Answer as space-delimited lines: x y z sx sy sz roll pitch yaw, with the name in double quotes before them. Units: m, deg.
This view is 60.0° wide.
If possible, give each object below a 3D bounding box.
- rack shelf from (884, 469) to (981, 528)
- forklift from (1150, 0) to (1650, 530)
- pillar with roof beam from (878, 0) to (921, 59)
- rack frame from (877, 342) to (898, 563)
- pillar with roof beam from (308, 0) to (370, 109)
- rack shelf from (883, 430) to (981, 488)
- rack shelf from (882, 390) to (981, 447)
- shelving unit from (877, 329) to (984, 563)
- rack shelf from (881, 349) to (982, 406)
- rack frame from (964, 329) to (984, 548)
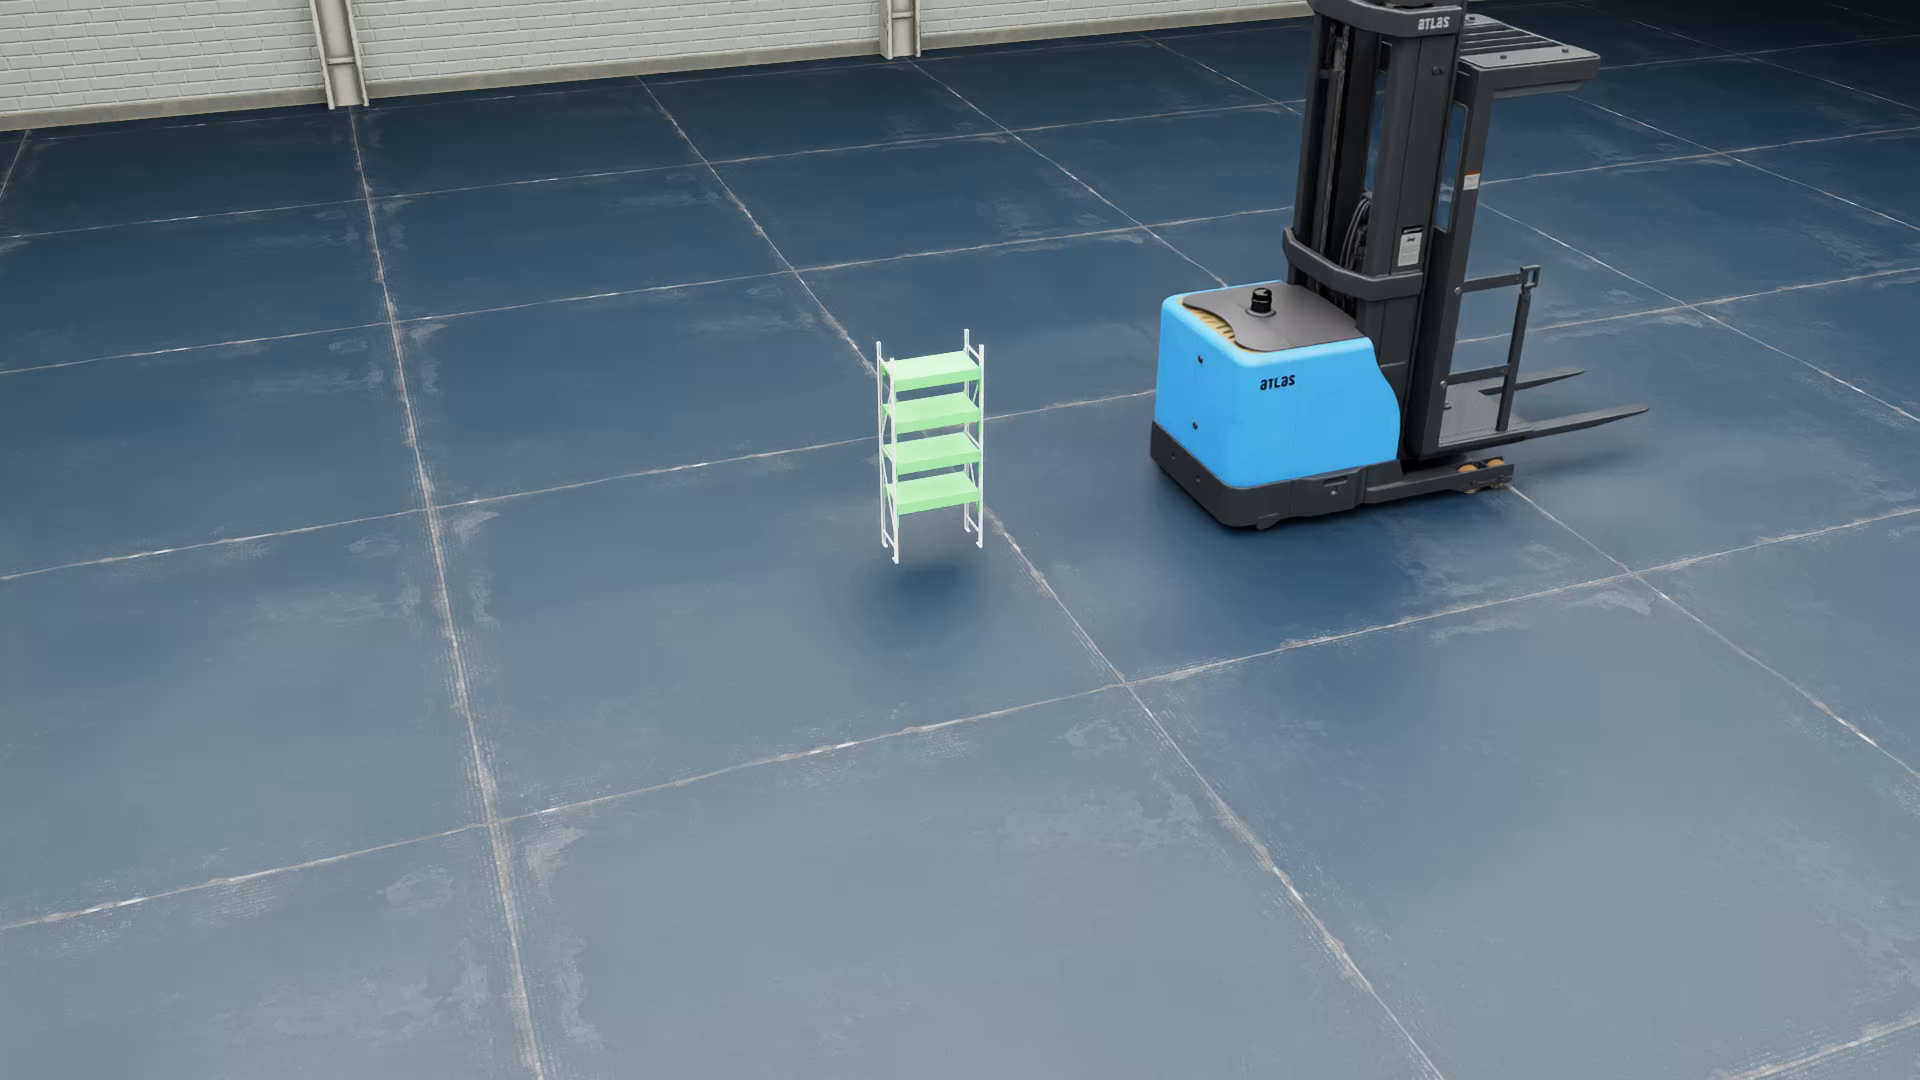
"rack shelf" -0.155 -0.229 9.053 0.480 0.148 0.258 -10 31 -18
"forklift" 2.713 -1.777 9.408 3.031 2.935 1.130 -11 31 -18
"pillar with roof beam" 0.819 -7.449 13.234 0.400 9.000 9.100 -10 31 -18
"rack frame" -0.384 -0.451 8.829 0.015 1.200 0.240 -10 31 -18
"pillar with roof beam" -4.805 -6.413 11.416 0.400 9.000 9.100 -10 31 -18
"rack shelf" -0.155 -0.437 8.934 0.480 0.148 0.258 -10 31 -18
"rack shelf" -0.155 -0.646 8.816 0.480 0.148 0.258 -10 31 -18
"shelving unit" -0.155 -0.493 8.903 0.503 1.200 0.258 -10 31 -18
"rack shelf" -0.155 -0.854 8.697 0.480 0.148 0.258 -10 31 -18
"rack frame" 0.074 -0.535 8.977 0.015 1.200 0.240 -10 31 -18
